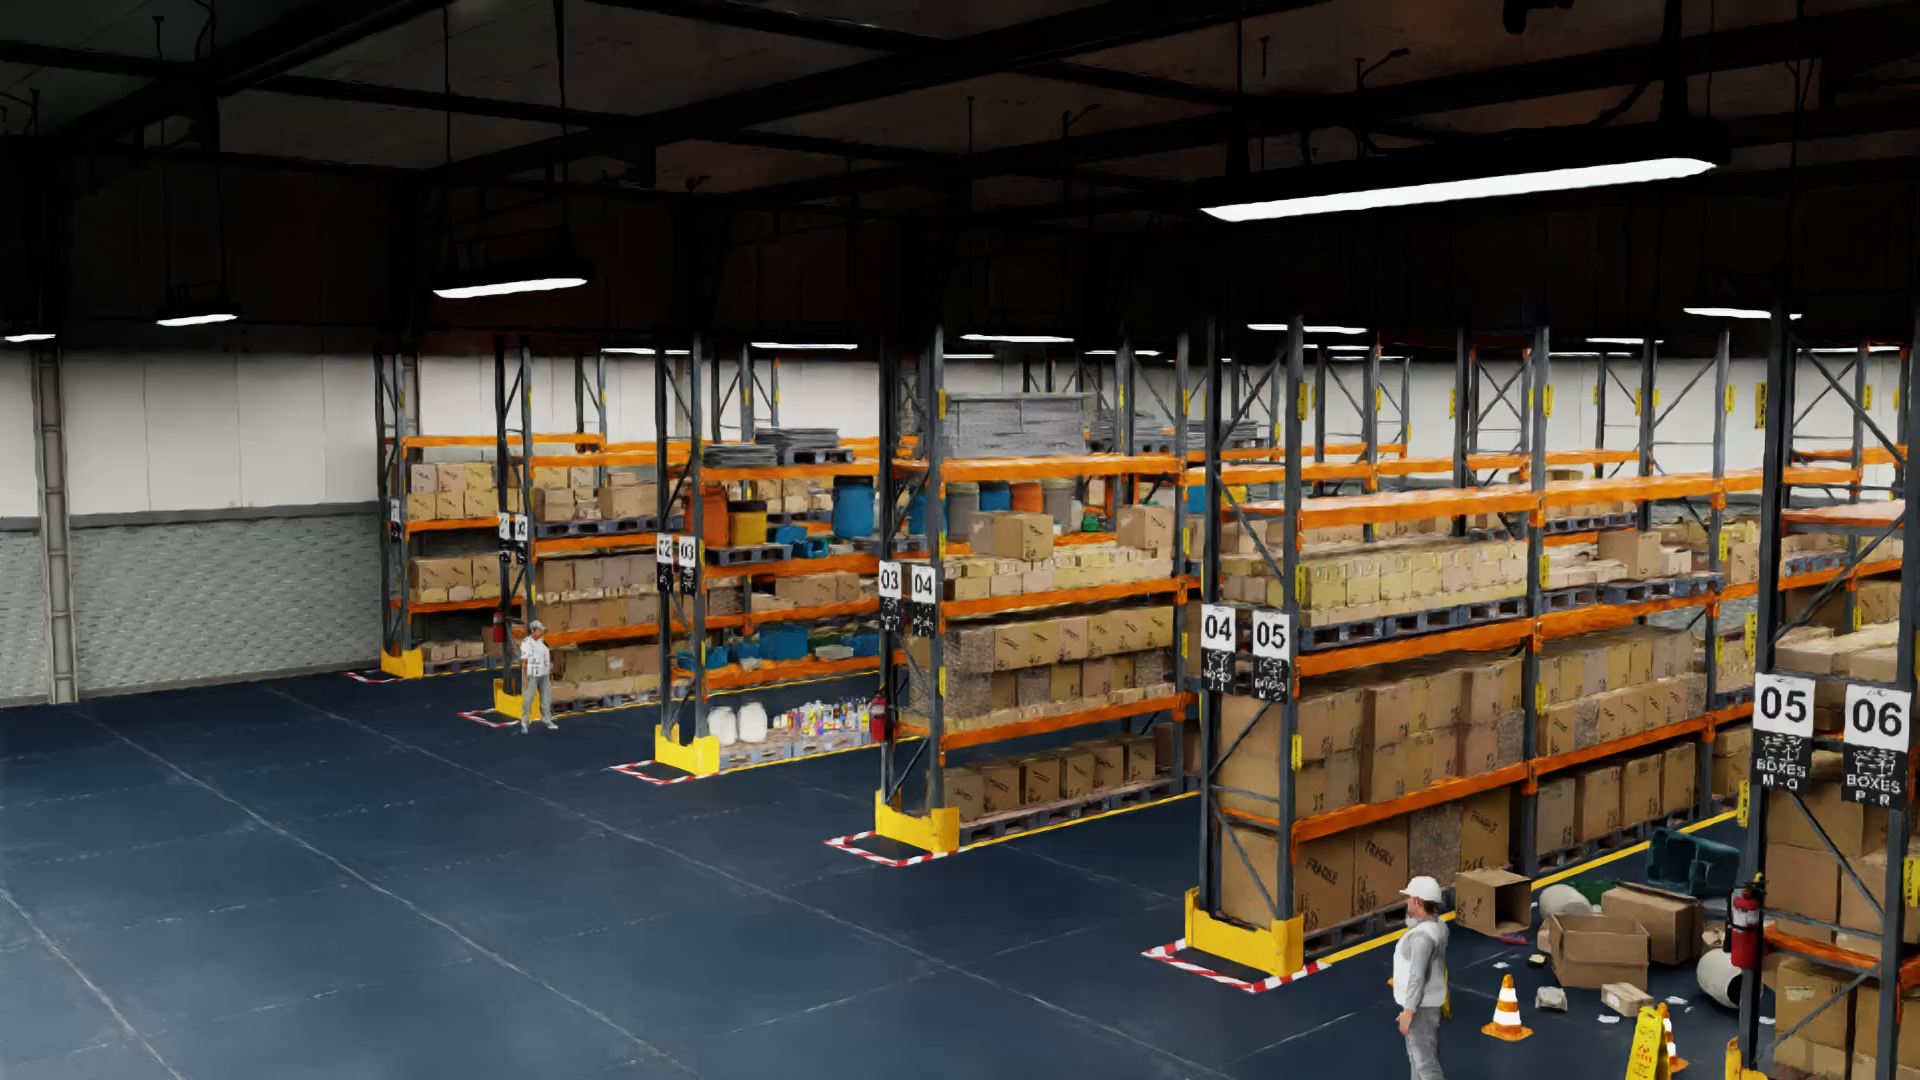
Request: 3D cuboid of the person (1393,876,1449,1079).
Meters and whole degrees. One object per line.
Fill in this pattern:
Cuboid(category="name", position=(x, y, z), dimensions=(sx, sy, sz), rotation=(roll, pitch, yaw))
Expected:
Cuboid(category="person", position=(3.255, 3.239, 11.597), dimensions=(0.472, 1.769, 0.718), rotation=(2, 6, 21))

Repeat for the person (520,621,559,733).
Cuboid(category="person", position=(-6.375, 2.047, 25.024), dimensions=(0.463, 1.672, 0.568), rotation=(3, 6, 31))
